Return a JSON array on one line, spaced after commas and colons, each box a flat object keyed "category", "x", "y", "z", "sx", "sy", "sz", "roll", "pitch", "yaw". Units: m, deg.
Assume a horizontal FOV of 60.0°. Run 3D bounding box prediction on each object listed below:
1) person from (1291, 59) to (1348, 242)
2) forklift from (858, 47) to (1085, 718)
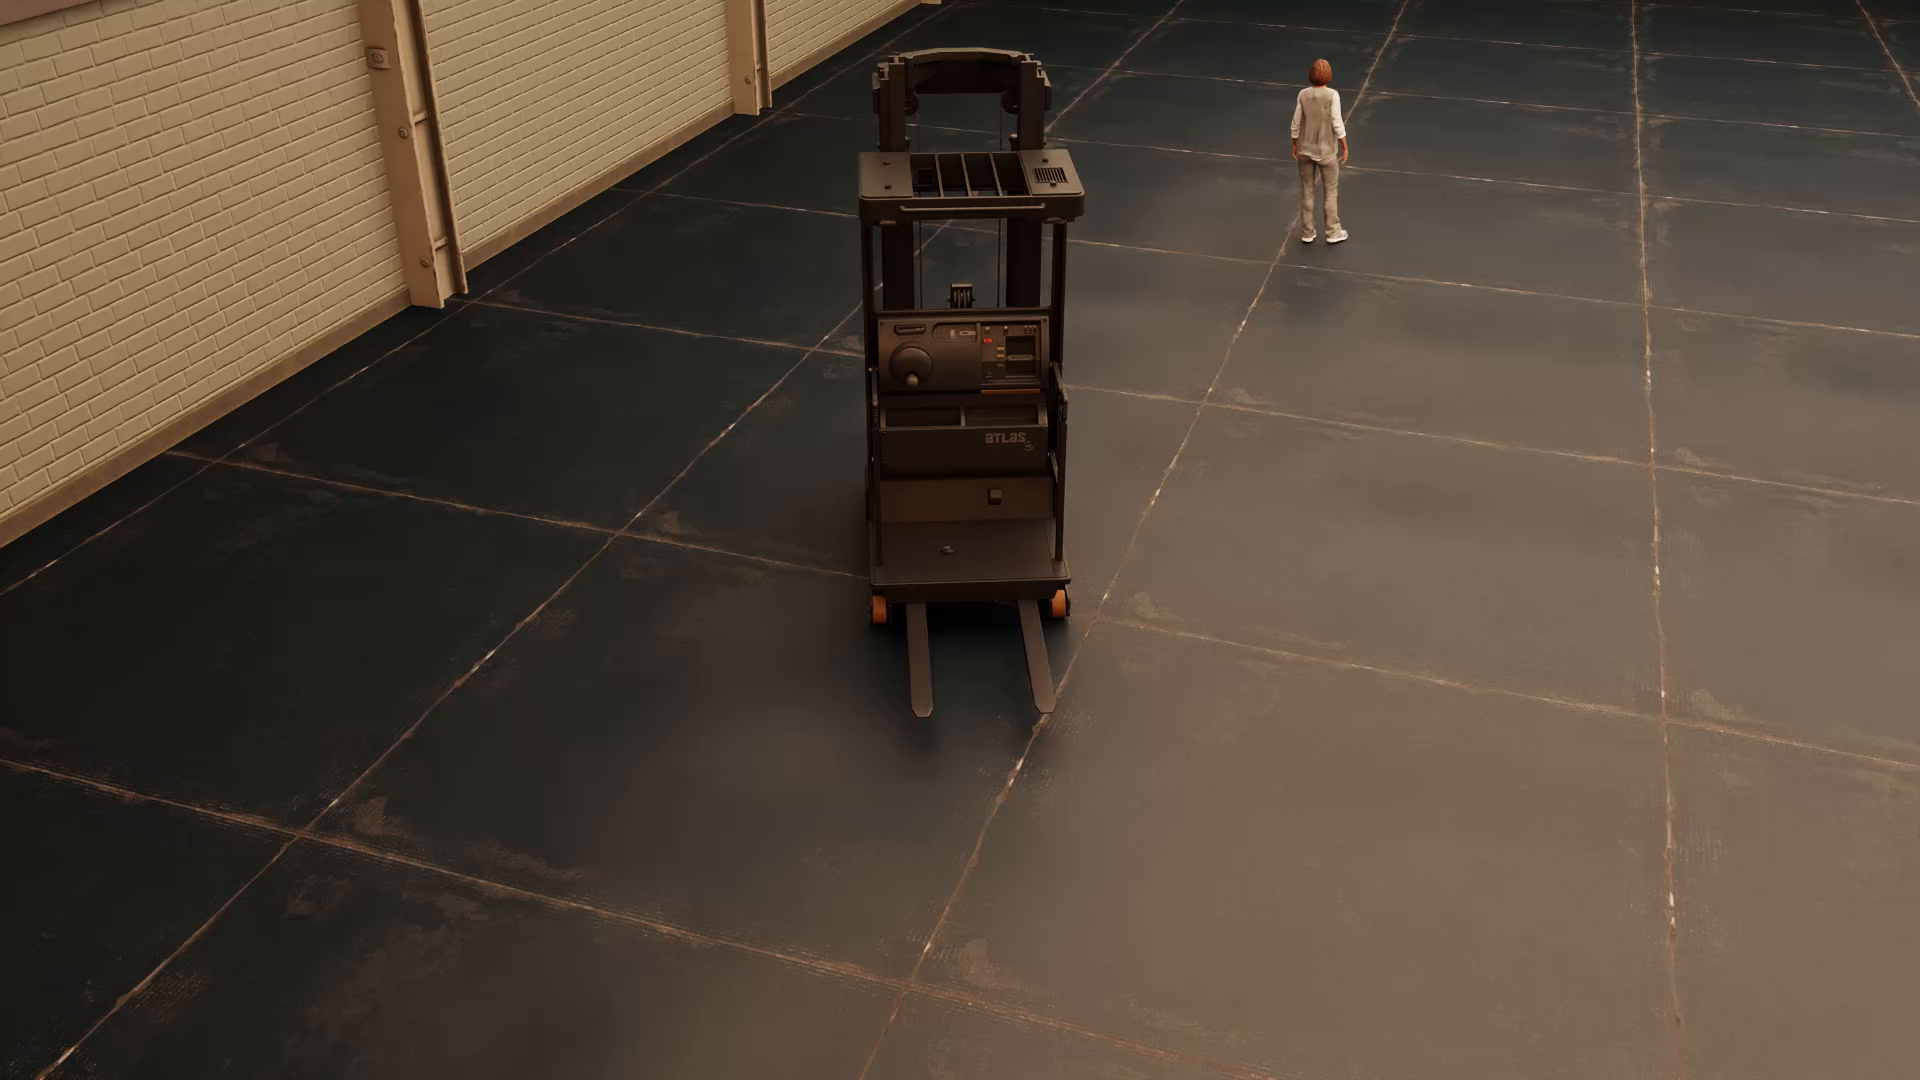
[{"category": "person", "x": 3.126, "y": -3.364, "z": 14.369, "sx": 0.519, "sy": 1.598, "sz": 0.474, "roll": 17, "pitch": 34, "yaw": 28}, {"category": "forklift", "x": 0.035, "y": -0.972, "z": 8.842, "sx": 1.130, "sy": 2.935, "sz": 3.031, "roll": -2, "pitch": 30, "yaw": -3}]
